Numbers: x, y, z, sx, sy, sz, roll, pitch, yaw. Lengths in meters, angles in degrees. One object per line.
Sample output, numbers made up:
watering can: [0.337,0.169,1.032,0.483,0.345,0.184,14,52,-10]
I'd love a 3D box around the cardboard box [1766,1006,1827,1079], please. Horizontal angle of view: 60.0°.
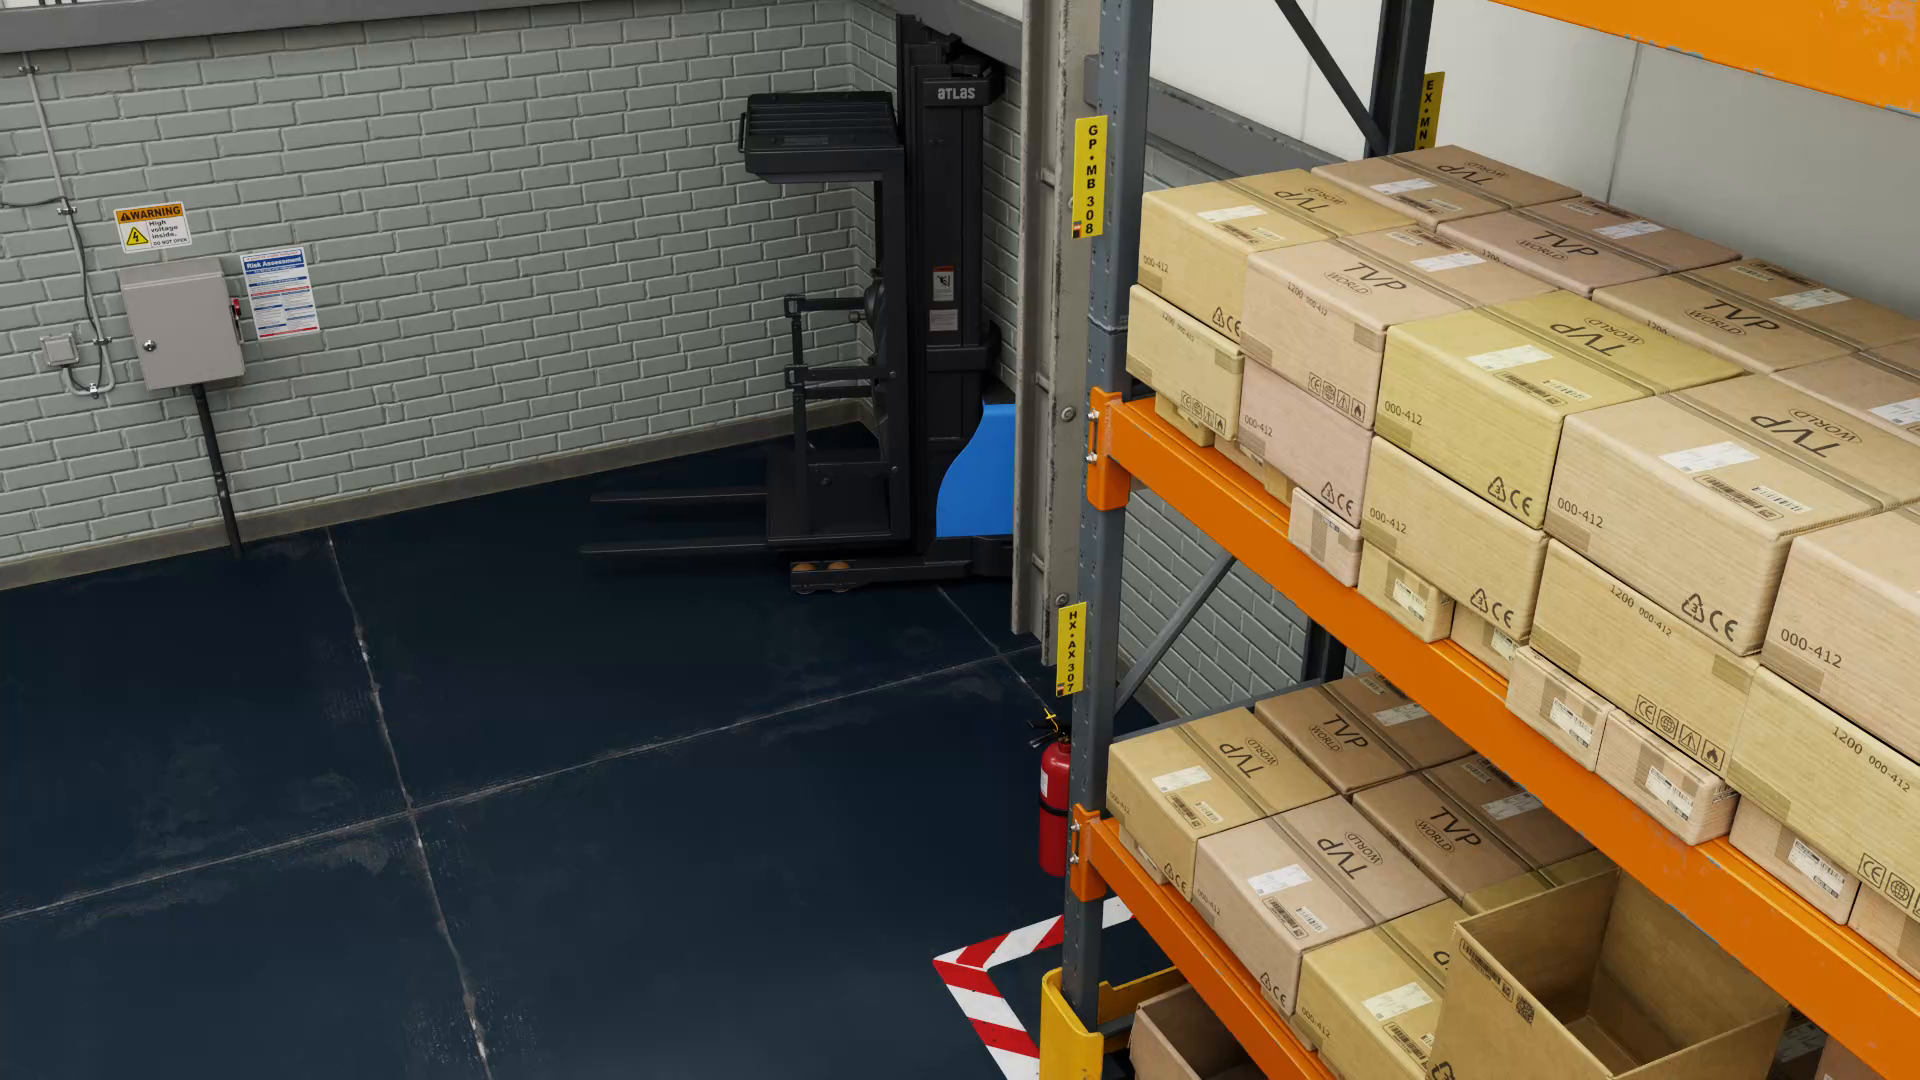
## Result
cardboard box: [1.930,1.368,4.092,0.500,0.250,0.500,-13,32,-22]

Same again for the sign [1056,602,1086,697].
sign: [0.350,0.343,5.187,0.100,0.325,0.005,-13,32,-22]

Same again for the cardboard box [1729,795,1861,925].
cardboard box: [1.623,0.505,2.973,0.380,0.149,0.250,-13,32,-21]

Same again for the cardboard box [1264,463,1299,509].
cardboard box: [0.997,-0.175,4.186,0.380,0.149,0.250,-13,32,-22]

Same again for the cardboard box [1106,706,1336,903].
cardboard box: [0.791,0.799,5.107,0.500,0.250,0.500,-13,32,-22]

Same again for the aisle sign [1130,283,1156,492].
aisle sign: [0.545,-0.496,4.910,0.394,0.787,0.004,-13,32,-22]

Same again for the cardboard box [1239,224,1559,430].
cardboard box: [1.005,-0.507,3.858,0.500,0.250,0.500,-13,32,-22]

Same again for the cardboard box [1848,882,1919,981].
cardboard box: [1.736,0.615,2.777,0.380,0.149,0.250,-12,31,-20]

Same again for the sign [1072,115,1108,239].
sign: [0.350,-0.969,4.451,0.100,0.325,0.005,-13,32,-22]

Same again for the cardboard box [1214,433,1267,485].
cardboard box: [0.903,-0.292,4.395,0.380,0.149,0.250,-12,32,-21]

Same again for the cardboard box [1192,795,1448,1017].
cardboard box: [1.008,1.022,4.710,0.500,0.250,0.500,-13,32,-21]

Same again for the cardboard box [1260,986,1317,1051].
cardboard box: [1.081,1.255,4.702,0.380,0.149,0.250,-12,31,-20]

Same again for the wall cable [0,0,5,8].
wall cable: [-5.658,-3.577,6.928,2.355,3.000,0.029,-13,32,-22]

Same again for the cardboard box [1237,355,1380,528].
cardboard box: [1.020,-0.293,3.987,0.500,0.250,0.500,-12,32,-21]

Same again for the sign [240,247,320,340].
sign: [-3.767,-1.366,9.216,0.329,0.494,0.001,-13,32,-22]

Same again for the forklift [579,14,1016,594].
forklift: [-0.628,-1.250,8.982,3.031,2.935,1.130,-3,29,-5]

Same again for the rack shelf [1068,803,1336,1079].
rack shelf: [1.698,1.804,4.202,1.077,0.370,4.000,-13,32,-22]

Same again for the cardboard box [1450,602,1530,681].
cardboard box: [1.292,0.167,3.576,0.380,0.149,0.250,-13,32,-23]

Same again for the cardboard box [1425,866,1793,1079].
cardboard box: [1.435,1.135,3.742,0.500,0.500,0.500,-12,32,-21]

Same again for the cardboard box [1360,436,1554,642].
cardboard box: [1.229,-0.064,3.580,0.500,0.250,0.500,-14,32,-23]

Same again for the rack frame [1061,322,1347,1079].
rack frame: [0.840,0.606,5.602,1.000,3.000,0.127,-13,32,-22]

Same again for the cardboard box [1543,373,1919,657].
cardboard box: [1.461,-0.065,3.070,0.500,0.250,0.500,-12,32,-21]

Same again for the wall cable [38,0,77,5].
wall cable: [-3.126,-4.161,7.932,2.988,3.039,0.133,-13,32,-22]

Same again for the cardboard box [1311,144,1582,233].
cardboard box: [1.283,-0.847,4.464,0.500,0.250,0.500,-14,32,-23]

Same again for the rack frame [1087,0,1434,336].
rack frame: [0.840,-2.010,4.134,1.000,3.000,0.127,-13,32,-22]

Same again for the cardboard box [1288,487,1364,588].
cardboard box: [1.011,-0.044,3.951,0.380,0.149,0.250,-12,32,-21]

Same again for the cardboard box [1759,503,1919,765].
cardboard box: [1.687,0.162,2.665,0.500,0.250,0.500,-12,32,-21]

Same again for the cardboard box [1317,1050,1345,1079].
cardboard box: [1.200,1.371,4.495,0.380,0.149,0.250,-13,32,-21]

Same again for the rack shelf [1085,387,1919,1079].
rack shelf: [1.698,0.495,3.468,1.077,0.370,4.000,-13,32,-22]

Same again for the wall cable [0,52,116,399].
wall cable: [-4.808,-1.582,8.465,0.588,1.984,0.122,-13,32,-22]

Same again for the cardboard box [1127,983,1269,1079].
cardboard box: [1.017,1.802,5.592,0.797,0.503,0.637,-14,32,-24]

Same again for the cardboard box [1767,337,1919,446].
cardboard box: [1.926,-0.165,3.248,0.500,0.250,0.500,-13,32,-22]

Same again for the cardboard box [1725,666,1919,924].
cardboard box: [1.681,0.384,2.781,0.500,0.250,0.500,-12,32,-21]

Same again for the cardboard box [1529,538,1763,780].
cardboard box: [1.472,0.160,3.181,0.500,0.250,0.500,-14,32,-23]

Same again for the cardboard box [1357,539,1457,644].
cardboard box: [1.130,0.070,3.748,0.380,0.149,0.250,-13,32,-22]

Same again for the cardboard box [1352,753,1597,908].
cardboard box: [1.497,0.918,4.896,0.500,0.250,0.500,-13,32,-22]

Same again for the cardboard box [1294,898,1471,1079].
cardboard box: [1.228,1.245,4.312,0.500,0.250,0.500,-14,32,-23]

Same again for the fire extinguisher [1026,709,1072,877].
fire extinguisher: [0.359,0.835,5.655,0.296,0.674,0.183,-13,32,-22]

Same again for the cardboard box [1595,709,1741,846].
cardboard box: [1.448,0.404,3.153,0.380,0.149,0.250,-12,32,-21]

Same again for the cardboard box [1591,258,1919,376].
cardboard box: [1.736,-0.391,3.652,0.500,0.250,0.500,-13,32,-21]

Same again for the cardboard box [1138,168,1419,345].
cardboard box: [0.803,-0.736,4.266,0.500,0.250,0.500,-13,32,-23]

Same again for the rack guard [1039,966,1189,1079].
rack guard: [0.872,1.730,6.153,1.175,0.500,0.348,-13,32,-22]

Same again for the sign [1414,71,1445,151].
sign: [1.349,-1.196,4.843,0.100,0.325,0.005,-13,32,-22]

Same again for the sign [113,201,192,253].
sign: [-4.263,-1.652,8.785,0.339,0.242,0.001,-13,32,-22]

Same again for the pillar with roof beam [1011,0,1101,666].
pillar with roof beam: [-3.392,-2.487,4.984,9.100,9.000,0.400,-13,32,-22]

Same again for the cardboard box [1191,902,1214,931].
cardboard box: [0.884,1.021,5.118,0.380,0.149,0.250,-12,32,-21]

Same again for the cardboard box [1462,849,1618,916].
cardboard box: [1.705,1.137,4.504,0.500,0.250,0.500,-12,31,-20]

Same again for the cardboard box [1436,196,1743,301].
cardboard box: [1.505,-0.617,4.054,0.500,0.250,0.500,-14,32,-23]

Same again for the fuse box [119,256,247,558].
fuse box: [-4.124,-0.650,9.160,0.539,1.711,0.414,-13,32,-22]

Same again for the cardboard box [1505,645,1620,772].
cardboard box: [1.337,0.295,3.347,0.380,0.149,0.250,-13,32,-22]

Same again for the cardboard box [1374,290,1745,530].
cardboard box: [1.233,-0.288,3.468,0.500,0.250,0.500,-14,32,-23]

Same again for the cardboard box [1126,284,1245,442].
cardboard box: [0.783,-0.513,4.380,0.500,0.250,0.500,-13,32,-23]

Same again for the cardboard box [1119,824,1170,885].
cardboard box: [0.733,0.919,5.301,0.380,0.149,0.250,-13,32,-22]

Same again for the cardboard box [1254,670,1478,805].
cardboard box: [1.277,0.690,5.303,0.500,0.250,0.500,-12,31,-21]

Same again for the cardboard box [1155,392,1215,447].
cardboard box: [0.766,-0.403,4.591,0.380,0.149,0.250,-12,32,-21]

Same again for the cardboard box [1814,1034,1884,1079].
cardboard box: [2.158,1.268,3.504,0.500,0.500,0.500,-14,32,-23]
